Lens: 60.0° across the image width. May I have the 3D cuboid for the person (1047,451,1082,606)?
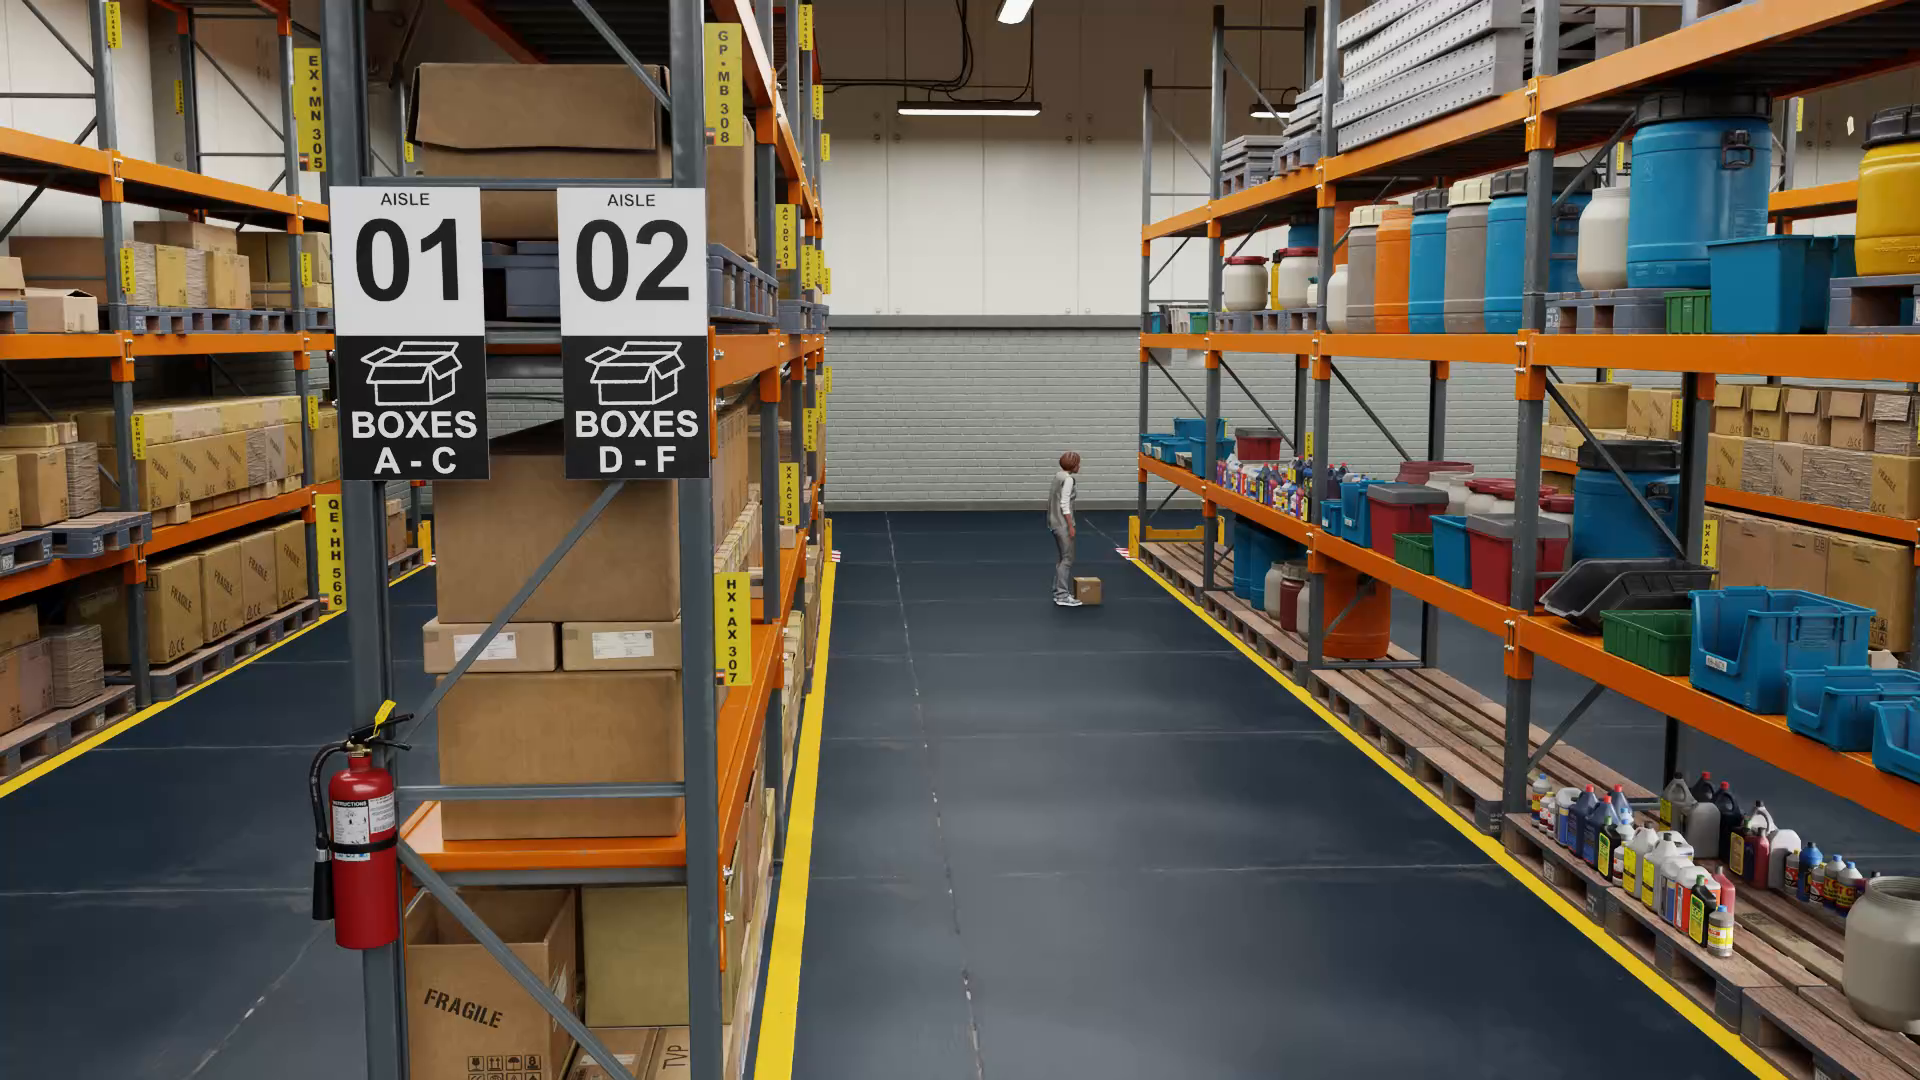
[{"bbox_3d":[1.090,-0.129,17.342,0.344,1.594,0.485,-1,7,-7],"label":"person"}]
